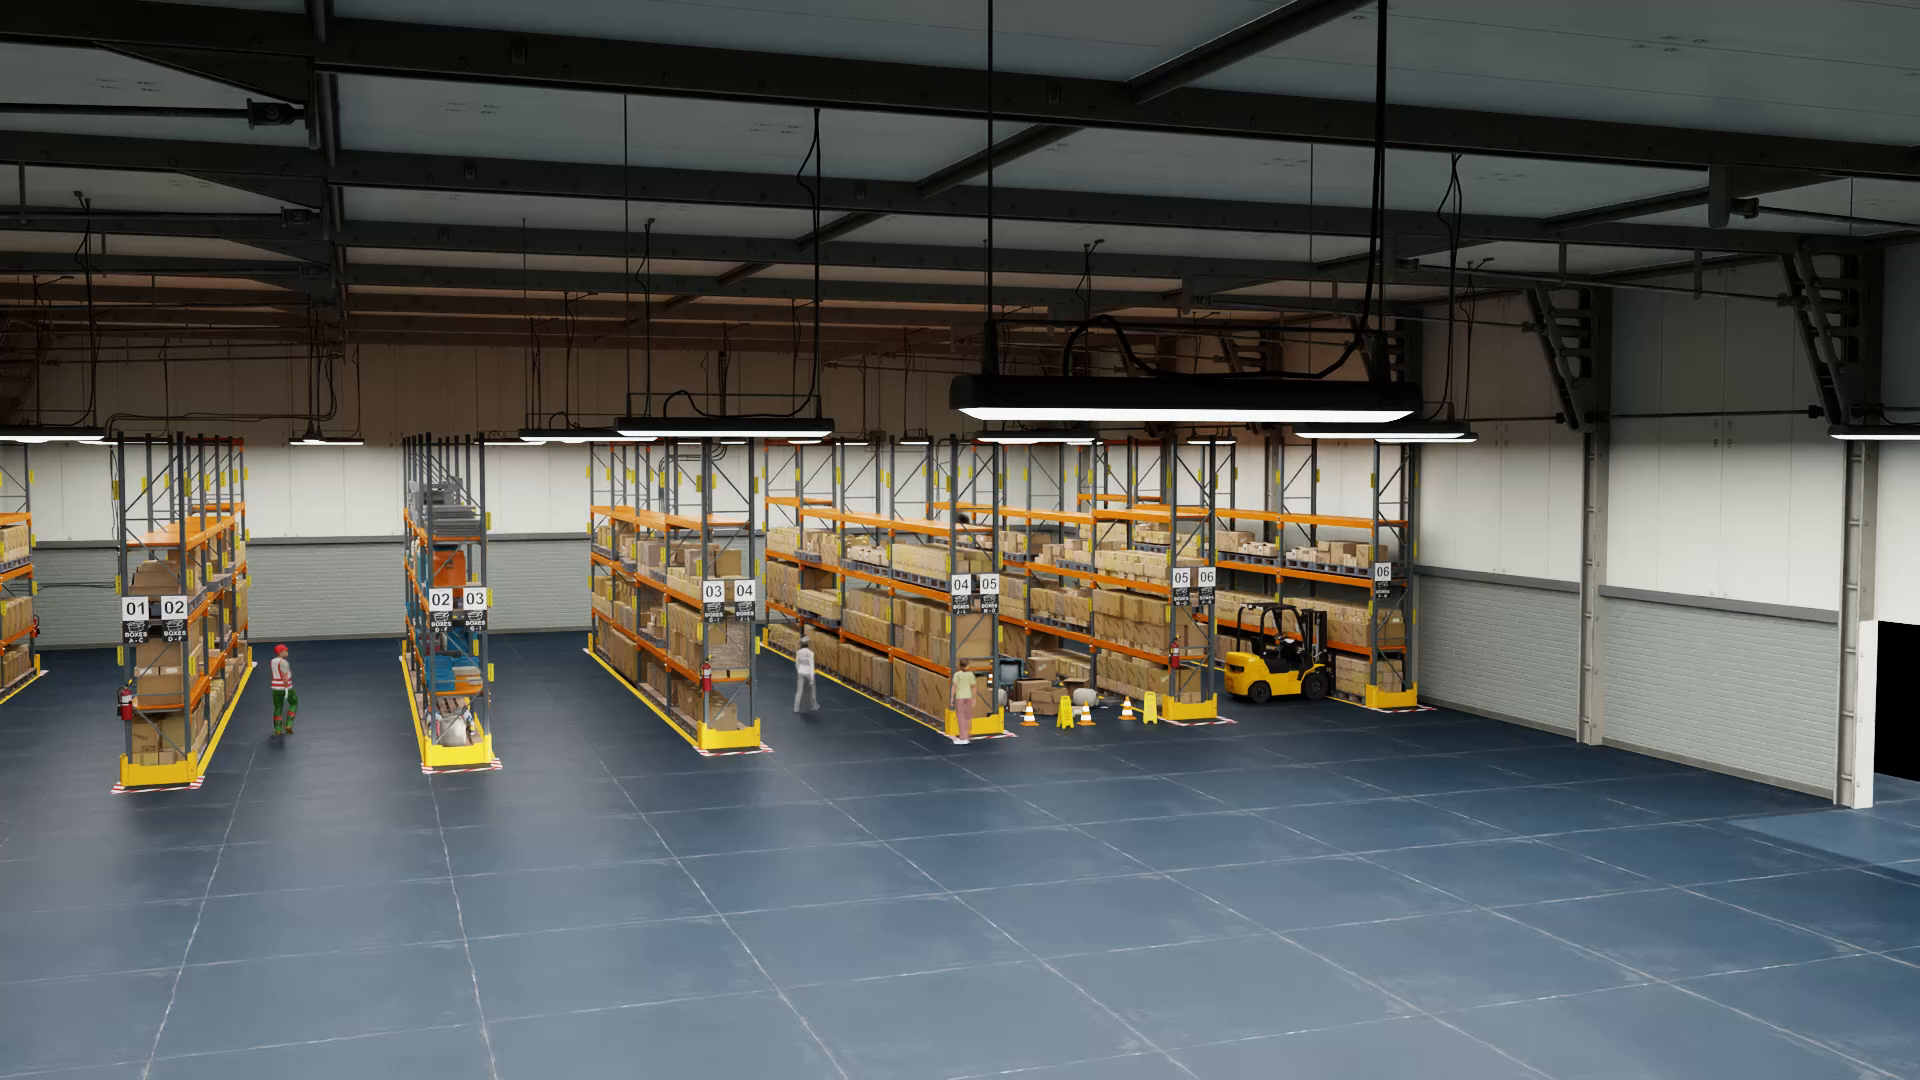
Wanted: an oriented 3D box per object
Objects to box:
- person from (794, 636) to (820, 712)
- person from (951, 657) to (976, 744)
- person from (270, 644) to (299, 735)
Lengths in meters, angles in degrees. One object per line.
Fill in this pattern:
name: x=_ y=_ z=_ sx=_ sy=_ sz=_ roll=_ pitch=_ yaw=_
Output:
person: x=-3.319 y=2.897 z=35.962 sx=0.439 sy=1.642 sz=0.979 roll=1 pitch=3 yaw=14
person: x=0.075 y=3.110 z=32.123 sx=0.470 sy=1.683 sz=0.411 roll=-1 pitch=3 yaw=-16
person: x=-13.508 y=2.990 z=33.185 sx=0.507 sy=1.828 sz=0.515 roll=0 pitch=3 yaw=7
